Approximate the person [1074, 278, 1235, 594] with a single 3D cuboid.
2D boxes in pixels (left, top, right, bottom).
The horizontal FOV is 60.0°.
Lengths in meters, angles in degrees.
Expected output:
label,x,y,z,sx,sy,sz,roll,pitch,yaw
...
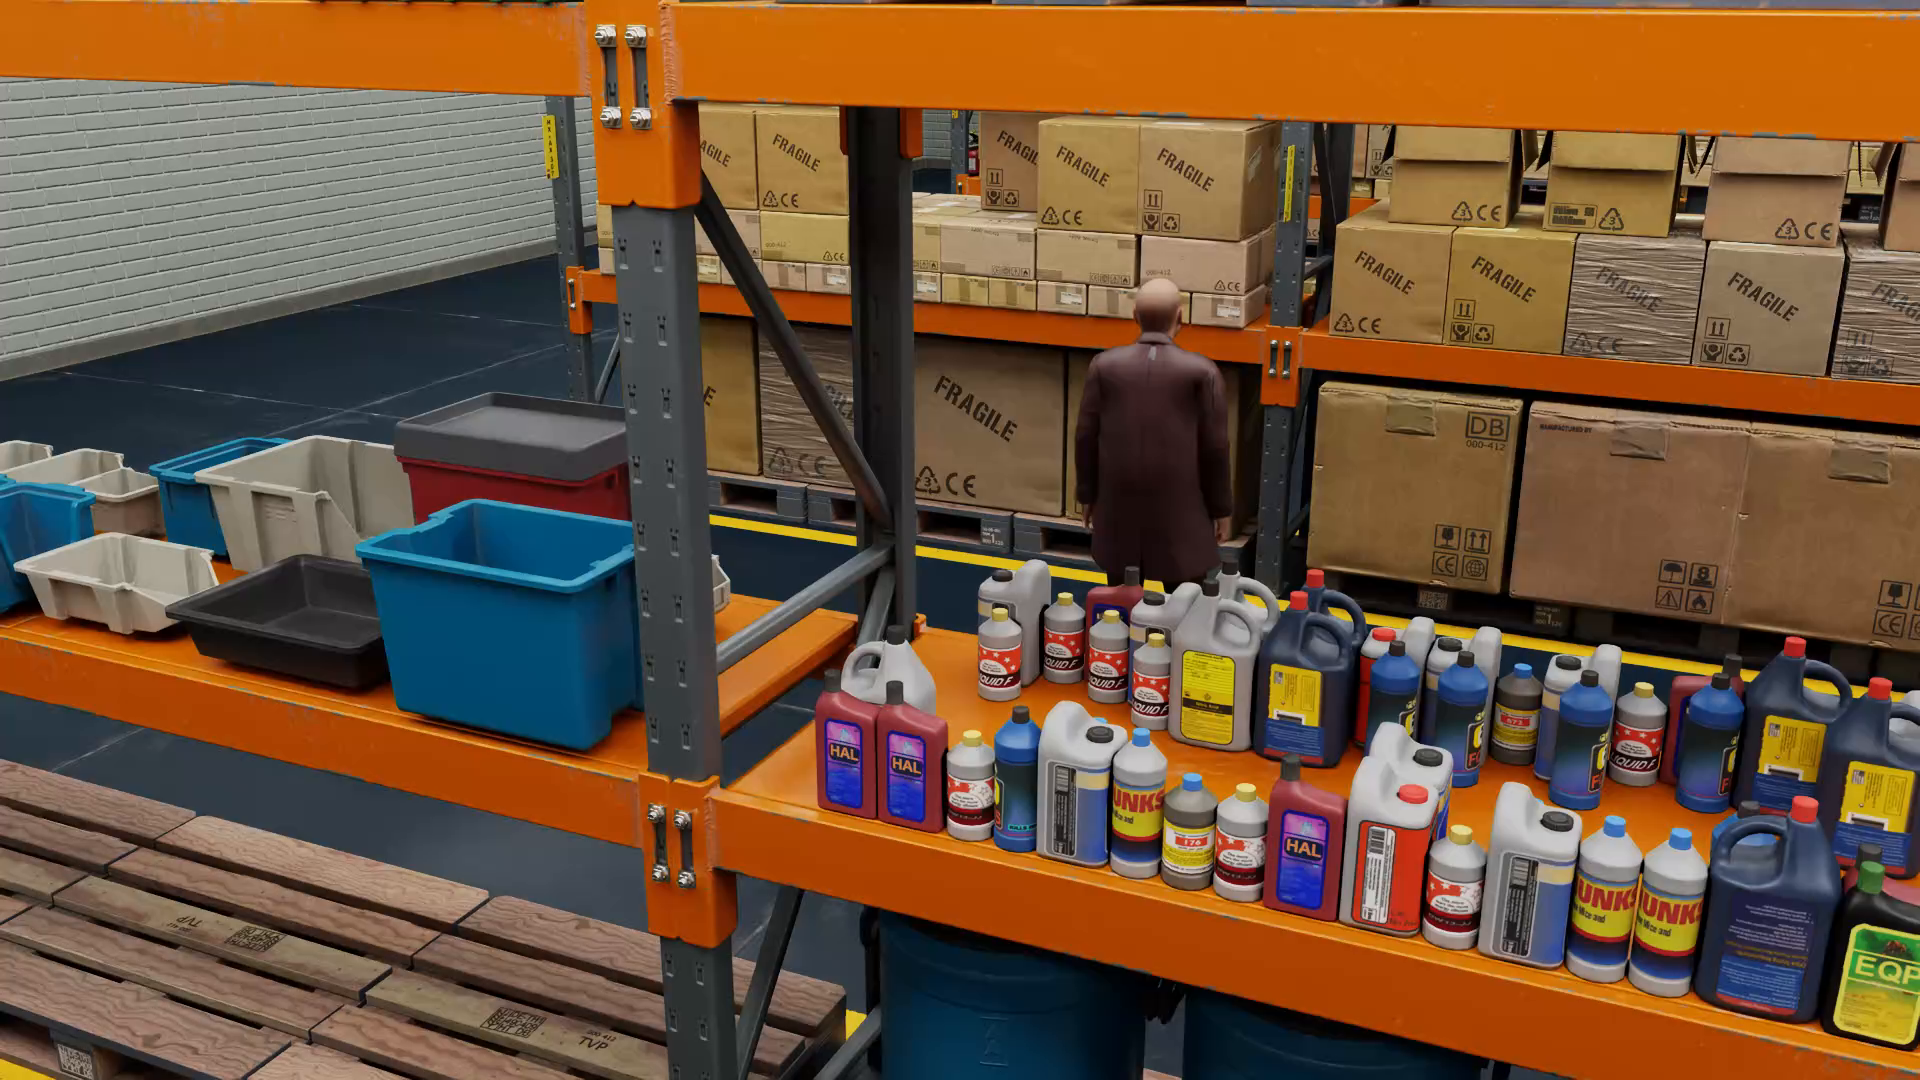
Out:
label,x,y,z,sx,sy,sz,roll,pitch,yaw
person,0.749,-0.121,6.443,0.628,1.773,0.427,7,20,21
